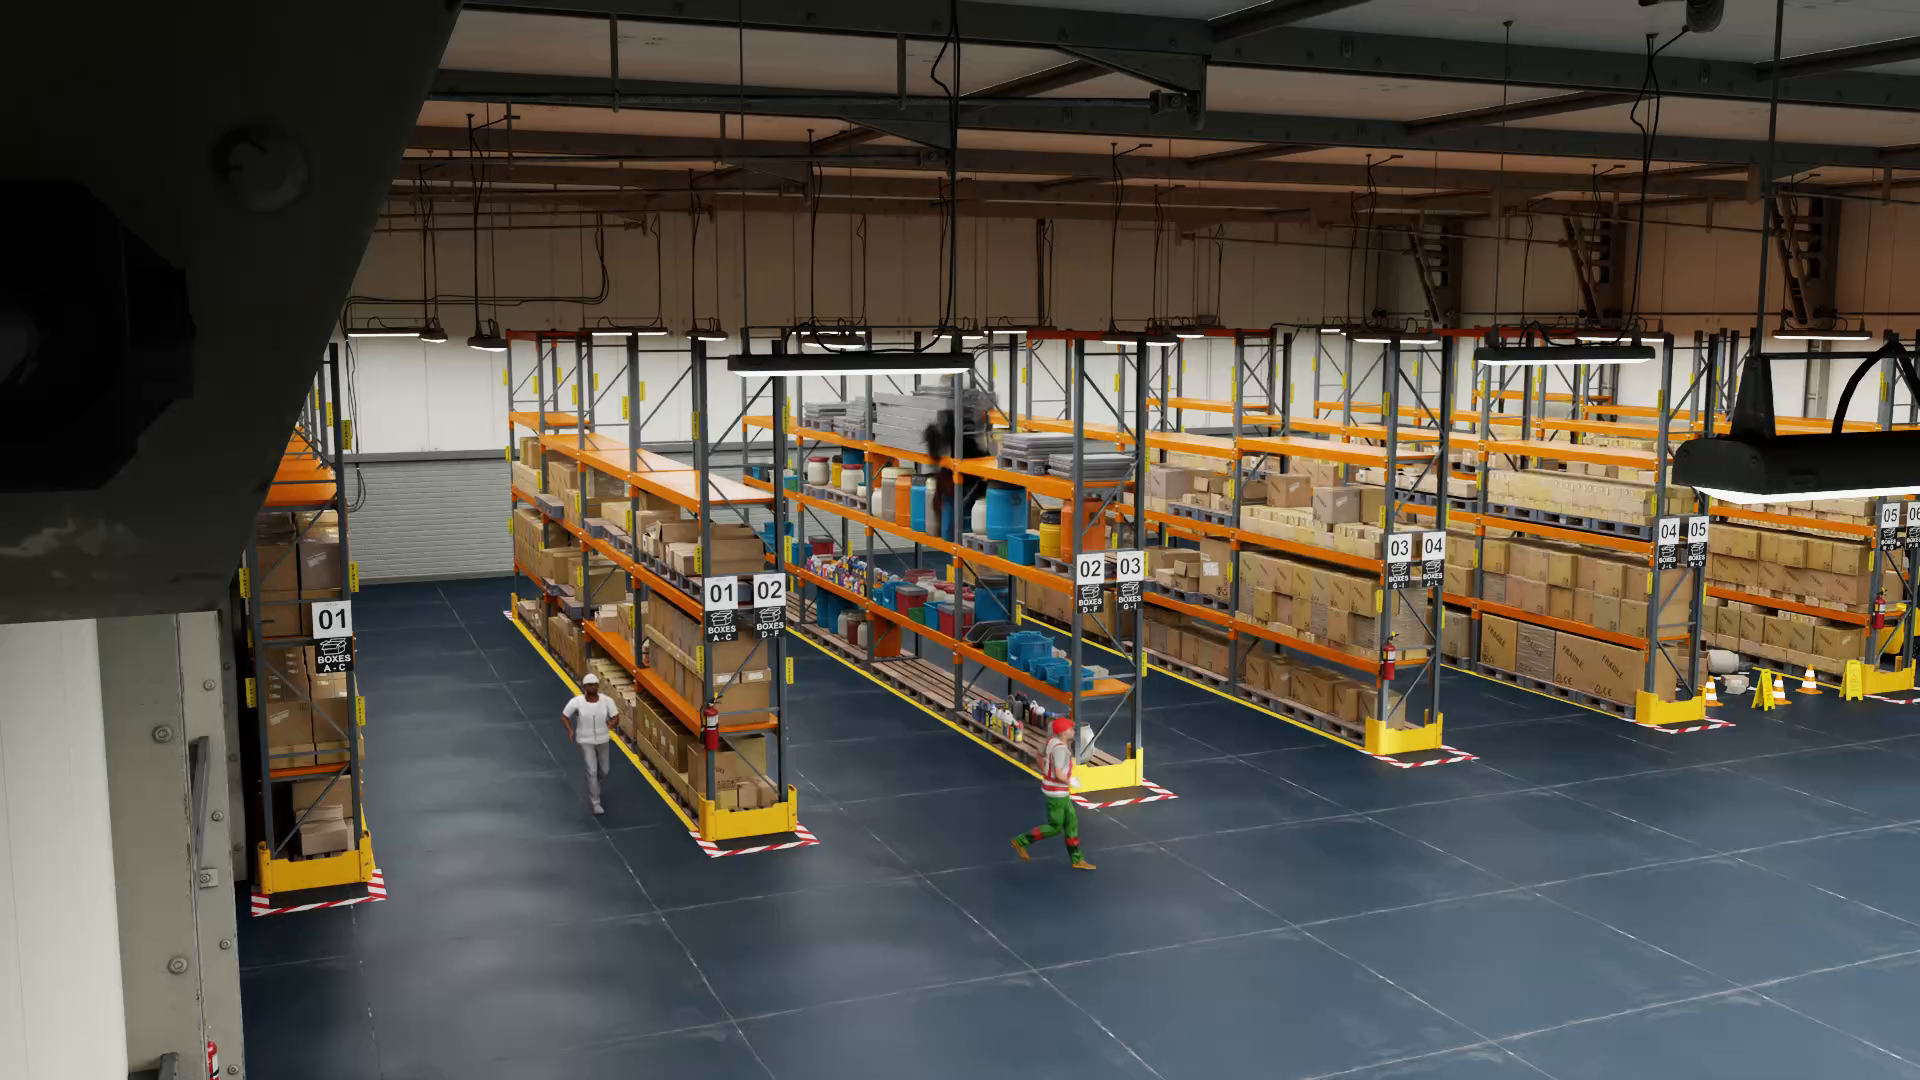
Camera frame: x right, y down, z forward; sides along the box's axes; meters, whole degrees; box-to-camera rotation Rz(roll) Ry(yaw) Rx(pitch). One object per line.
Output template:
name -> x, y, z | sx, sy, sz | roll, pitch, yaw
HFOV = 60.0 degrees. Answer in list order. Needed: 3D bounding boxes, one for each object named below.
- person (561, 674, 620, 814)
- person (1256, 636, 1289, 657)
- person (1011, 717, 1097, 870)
person -> -4.708, 2.577, 21.316 | 0.714, 1.743, 0.907 | -4, 9, -26
person -> 5.831, 1.293, 30.811 | 0.688, 1.739, 0.801 | -5, 9, -34
person -> 1.070, 2.893, 18.928 | 0.993, 1.773, 0.684 | -1, 8, -5
